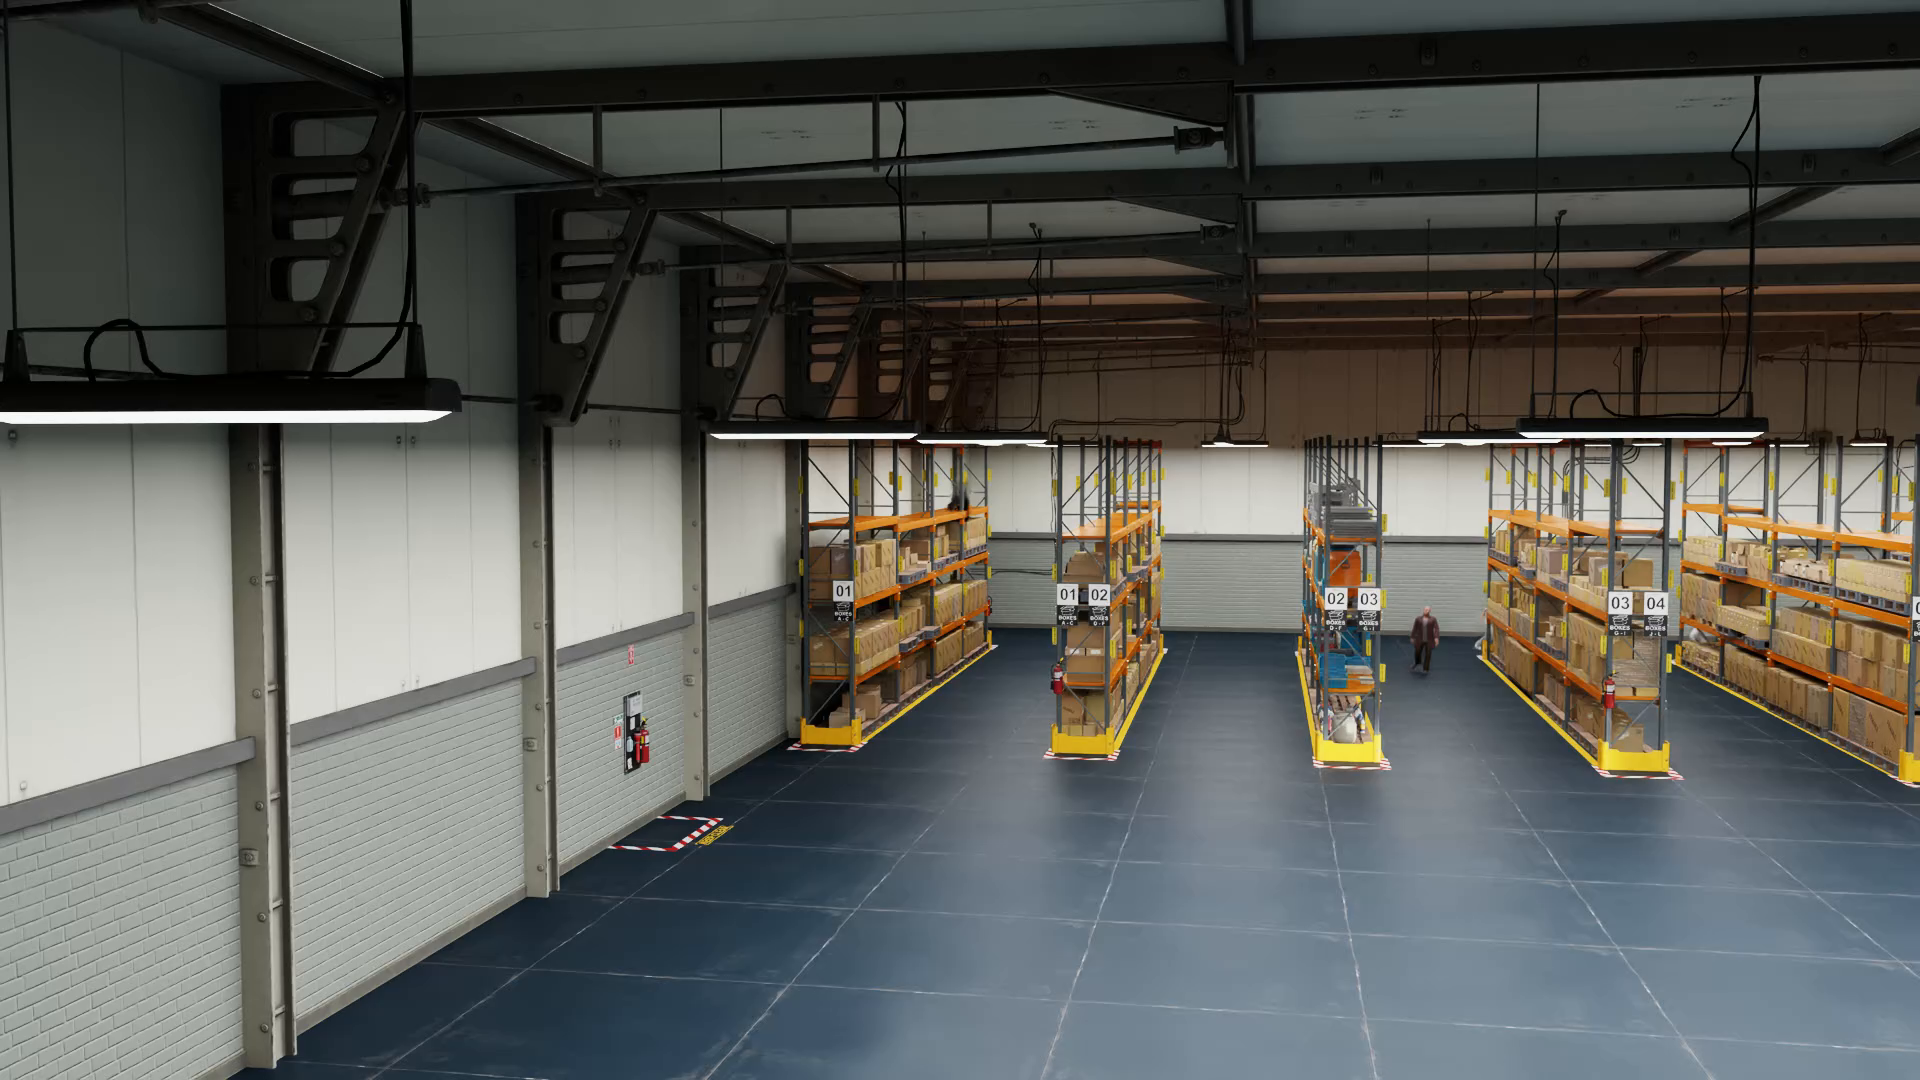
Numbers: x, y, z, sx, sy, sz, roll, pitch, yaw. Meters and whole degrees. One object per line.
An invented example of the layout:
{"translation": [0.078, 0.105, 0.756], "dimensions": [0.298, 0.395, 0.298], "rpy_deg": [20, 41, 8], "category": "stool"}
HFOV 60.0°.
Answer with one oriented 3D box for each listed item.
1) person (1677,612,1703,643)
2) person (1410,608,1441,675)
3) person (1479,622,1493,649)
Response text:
{"translation": [20.162, 2.345, 45.709], "dimensions": [0.999, 1.757, 0.621], "rpy_deg": [-1, 3, -13], "category": "person"}
{"translation": [11.836, 2.579, 42.253], "dimensions": [0.752, 1.712, 0.810], "rpy_deg": [1, 3, 15], "category": "person"}
{"translation": [15.149, 2.466, 47.026], "dimensions": [0.552, 1.482, 1.094], "rpy_deg": [-1, 3, -25], "category": "person"}
